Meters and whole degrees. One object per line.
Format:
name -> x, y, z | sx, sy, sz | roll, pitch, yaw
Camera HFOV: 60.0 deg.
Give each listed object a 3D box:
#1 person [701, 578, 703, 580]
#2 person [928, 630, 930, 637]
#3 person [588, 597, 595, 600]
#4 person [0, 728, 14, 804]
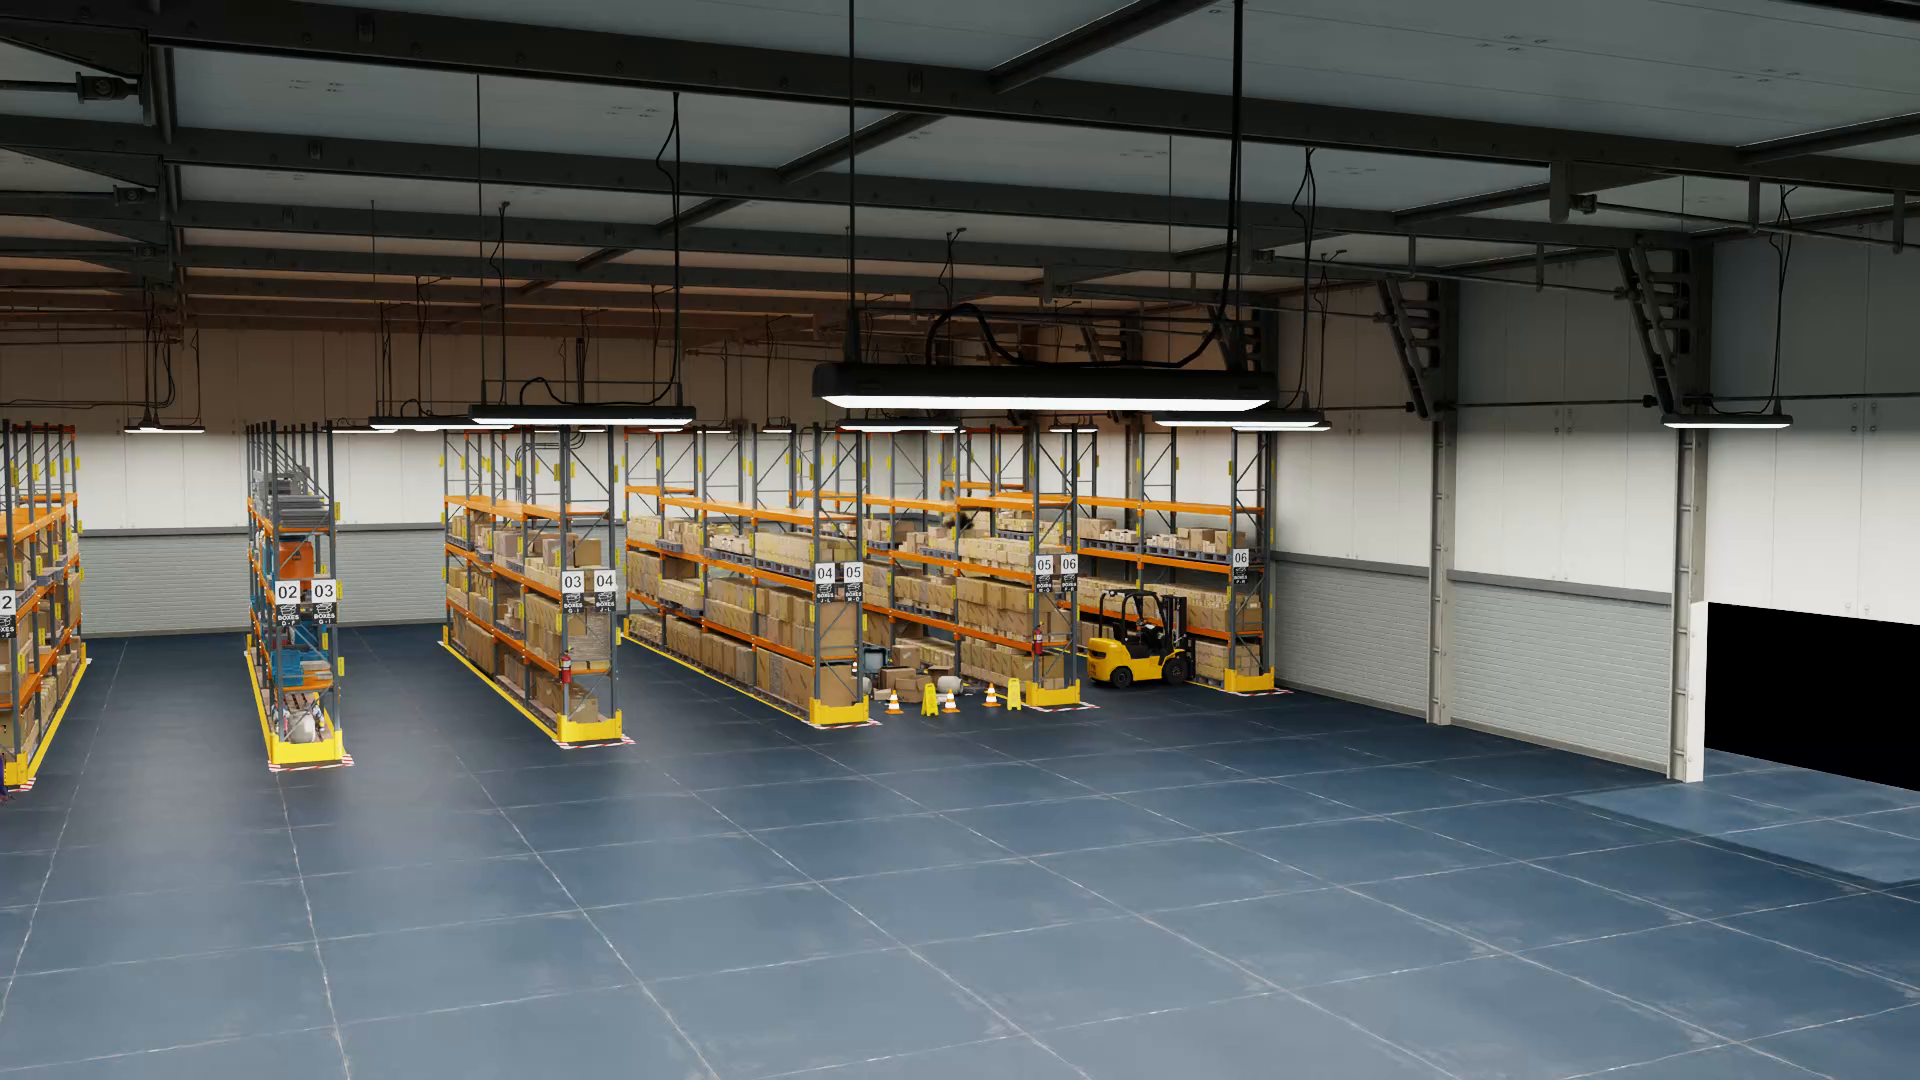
person -> -7.938, 1.727, 49.819 | 0.830, 1.823, 0.681 | -2, 4, -29
person -> -0.922, 2.000, 46.086 | 0.670, 1.704, 0.687 | -2, 4, -29
person -> -10.261, 1.979, 46.406 | 0.618, 1.714, 0.654 | 0, 4, -5
person -> -15.201, 3.279, 25.903 | 0.876, 1.683, 0.608 | 0, 4, -3
